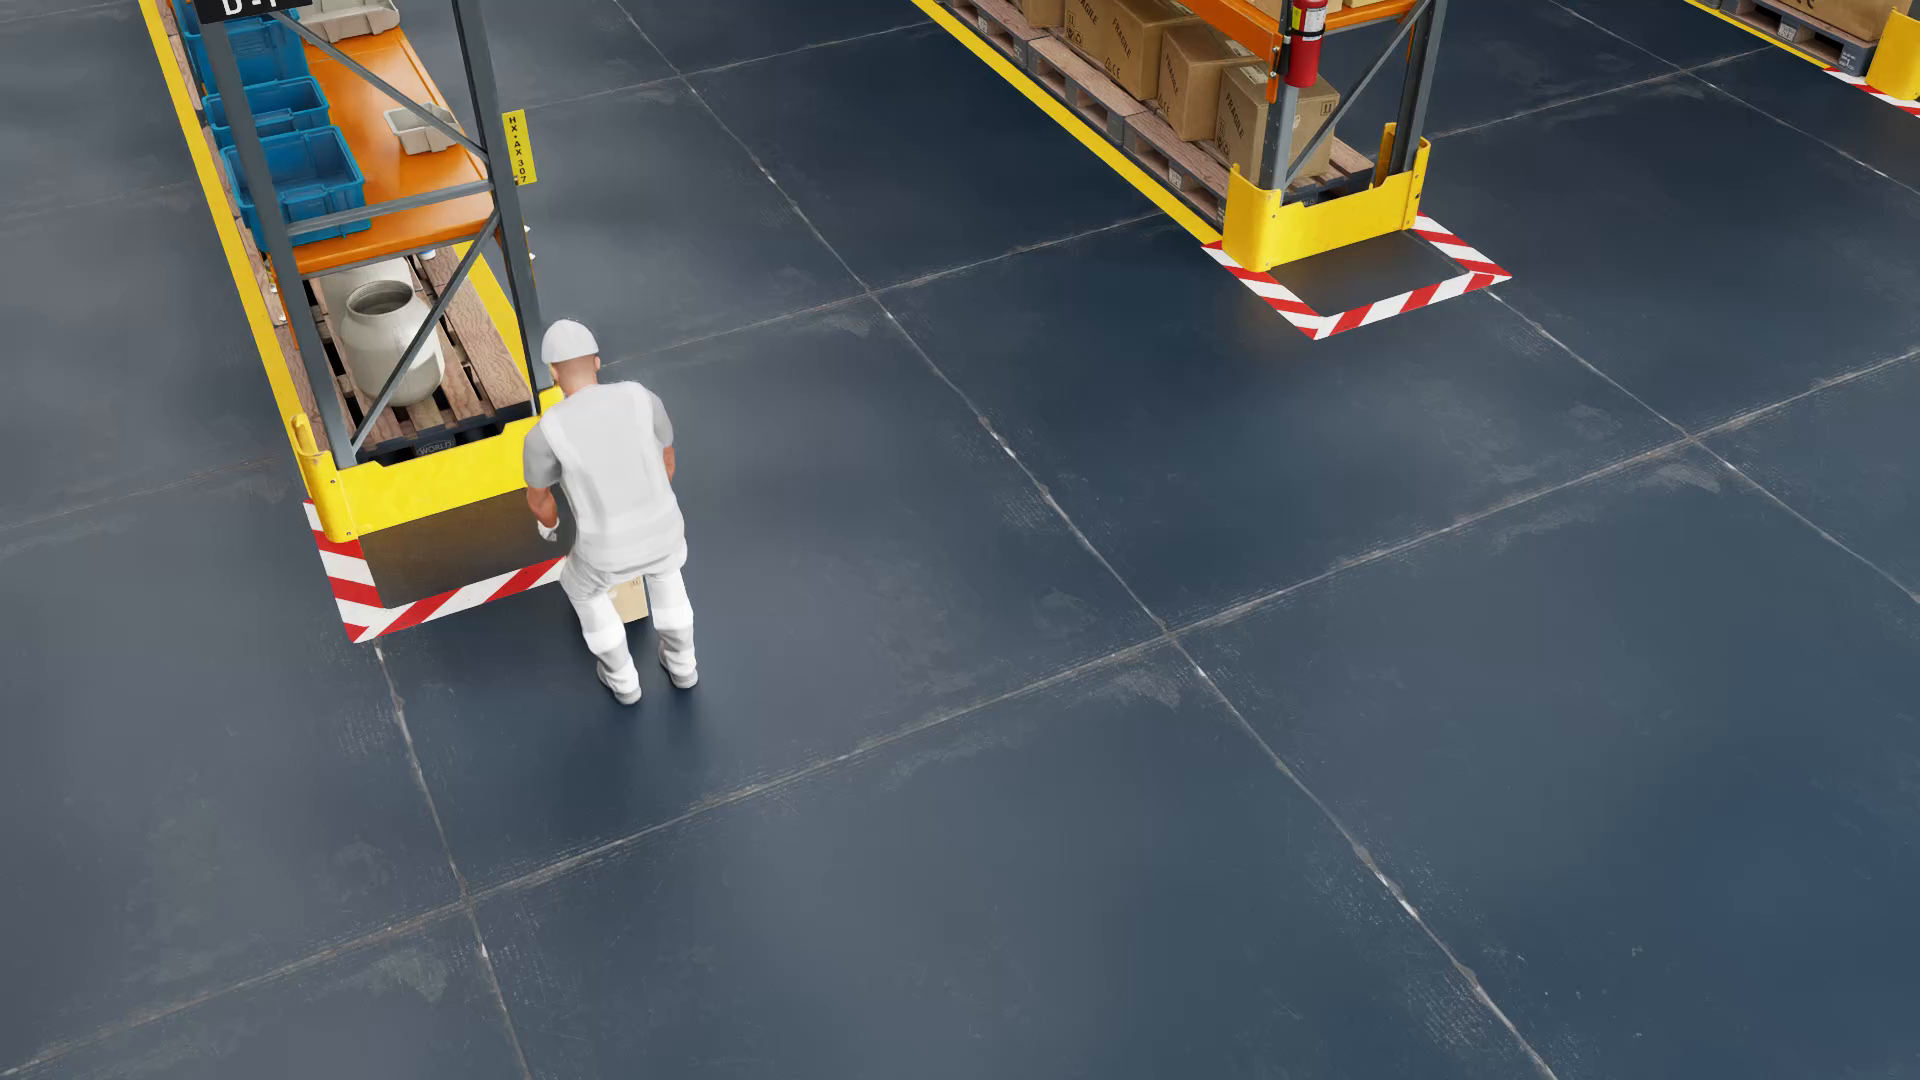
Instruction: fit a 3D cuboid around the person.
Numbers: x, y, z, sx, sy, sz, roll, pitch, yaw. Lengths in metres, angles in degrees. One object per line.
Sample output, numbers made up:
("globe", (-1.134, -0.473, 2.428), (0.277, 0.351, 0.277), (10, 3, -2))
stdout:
("person", (-1.329, -0.060, 6.335), (0.568, 1.627, 0.602), (-18, 44, -20))
